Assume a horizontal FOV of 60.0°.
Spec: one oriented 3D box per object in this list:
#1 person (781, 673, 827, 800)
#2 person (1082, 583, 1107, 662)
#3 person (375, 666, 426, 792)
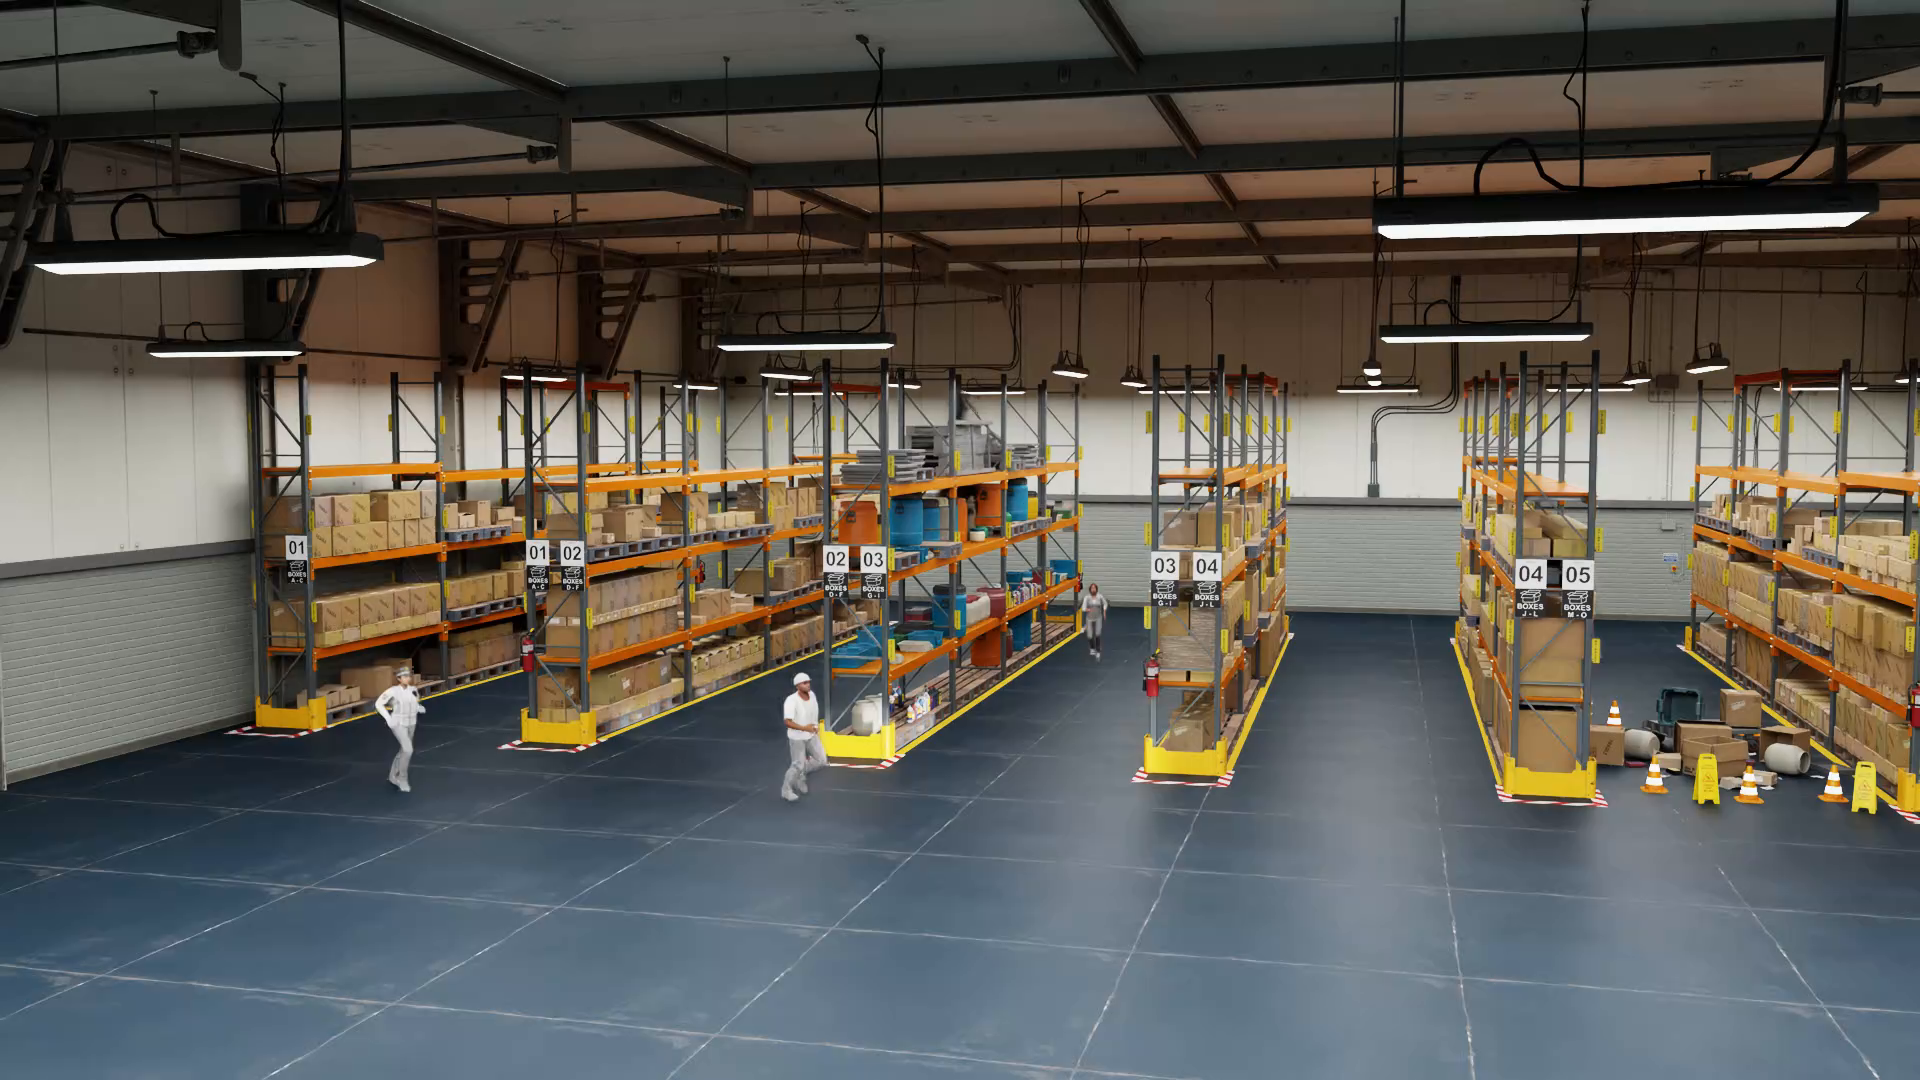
[{"bbox_3d":[-2.053,2.609,22.100,0.751,1.716,0.723,4,5,42],"label":"person"},{"bbox_3d":[2.753,1.681,34.061,0.509,1.608,0.665,0,4,7],"label":"person"},{"bbox_3d":[-7.643,2.593,22.855,0.723,1.738,0.589,2,5,32],"label":"person"}]
